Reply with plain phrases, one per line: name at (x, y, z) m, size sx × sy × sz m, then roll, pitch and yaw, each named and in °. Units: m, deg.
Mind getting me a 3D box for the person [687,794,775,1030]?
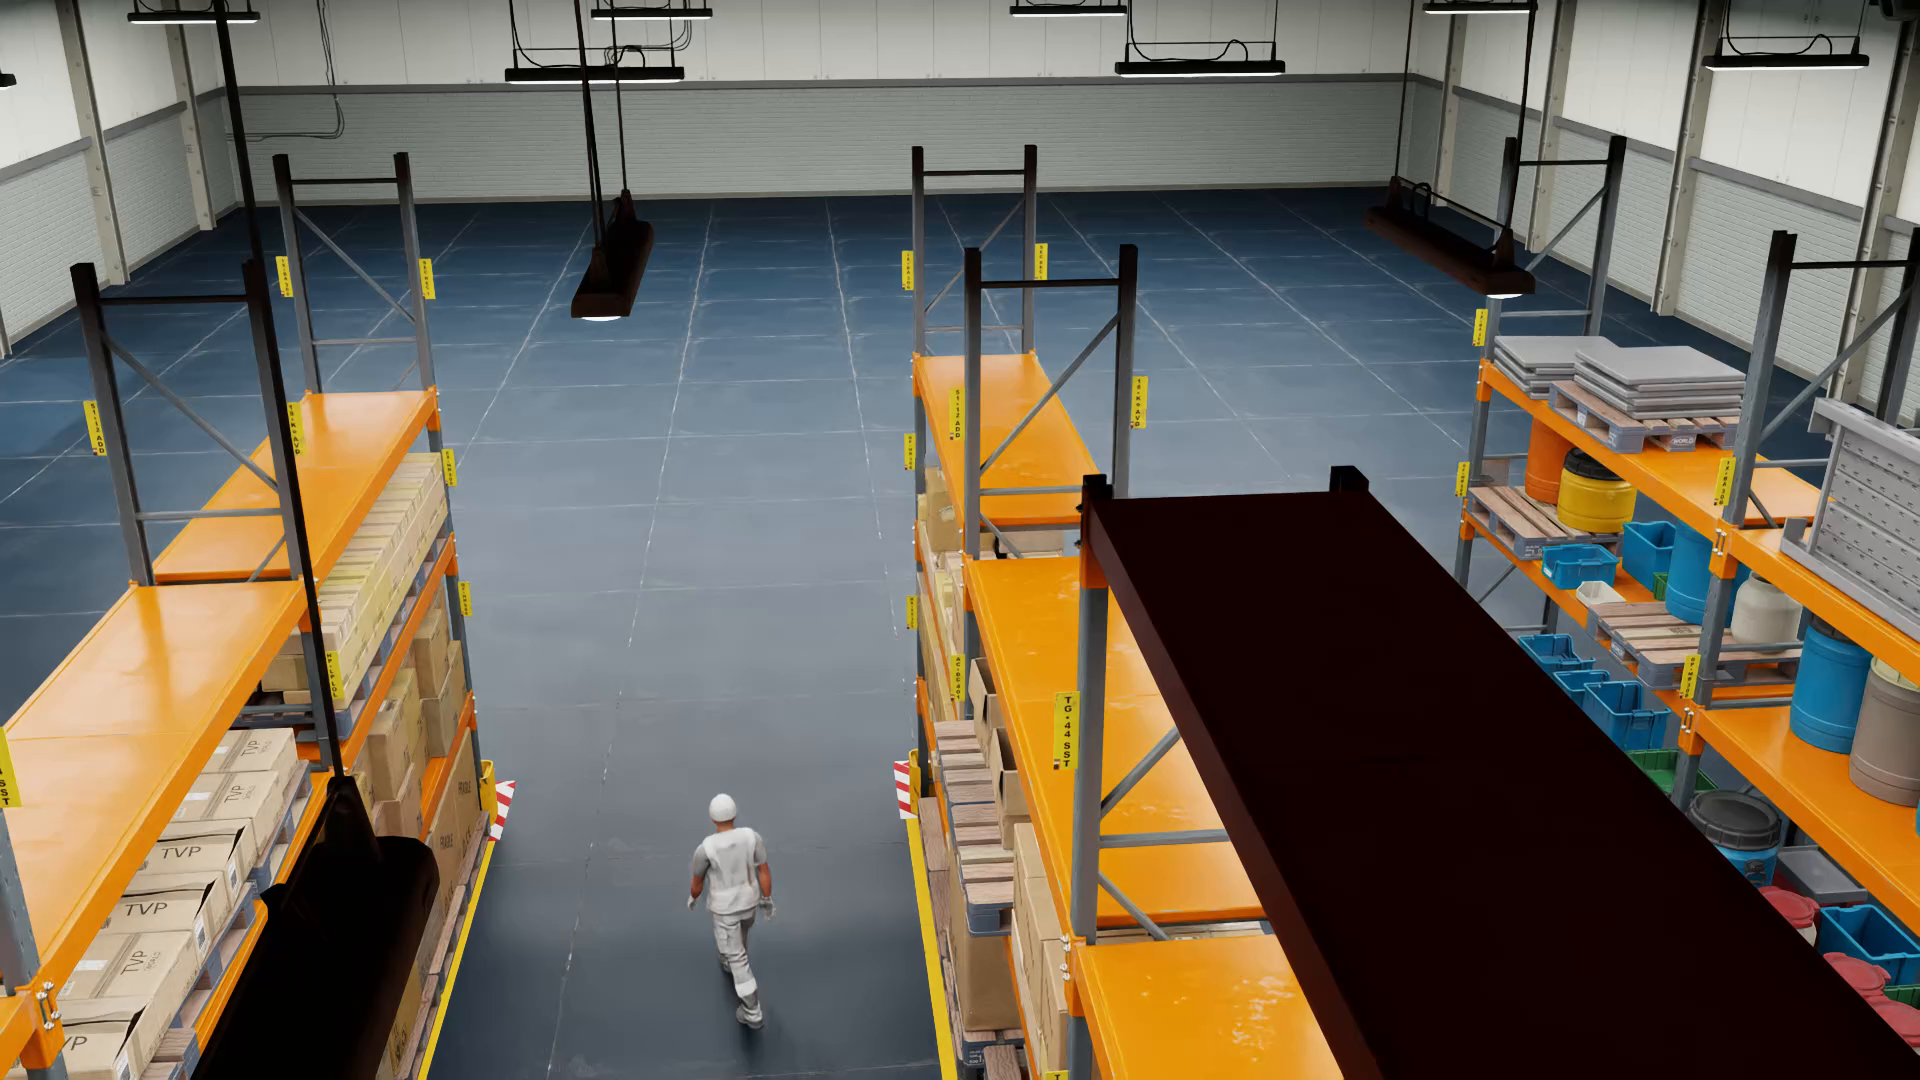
person at (-1.723, 2.678, 12.448) m, size 0.551 × 1.716 × 1.093 m, roll -13°, pitch 25°, yaw -30°
